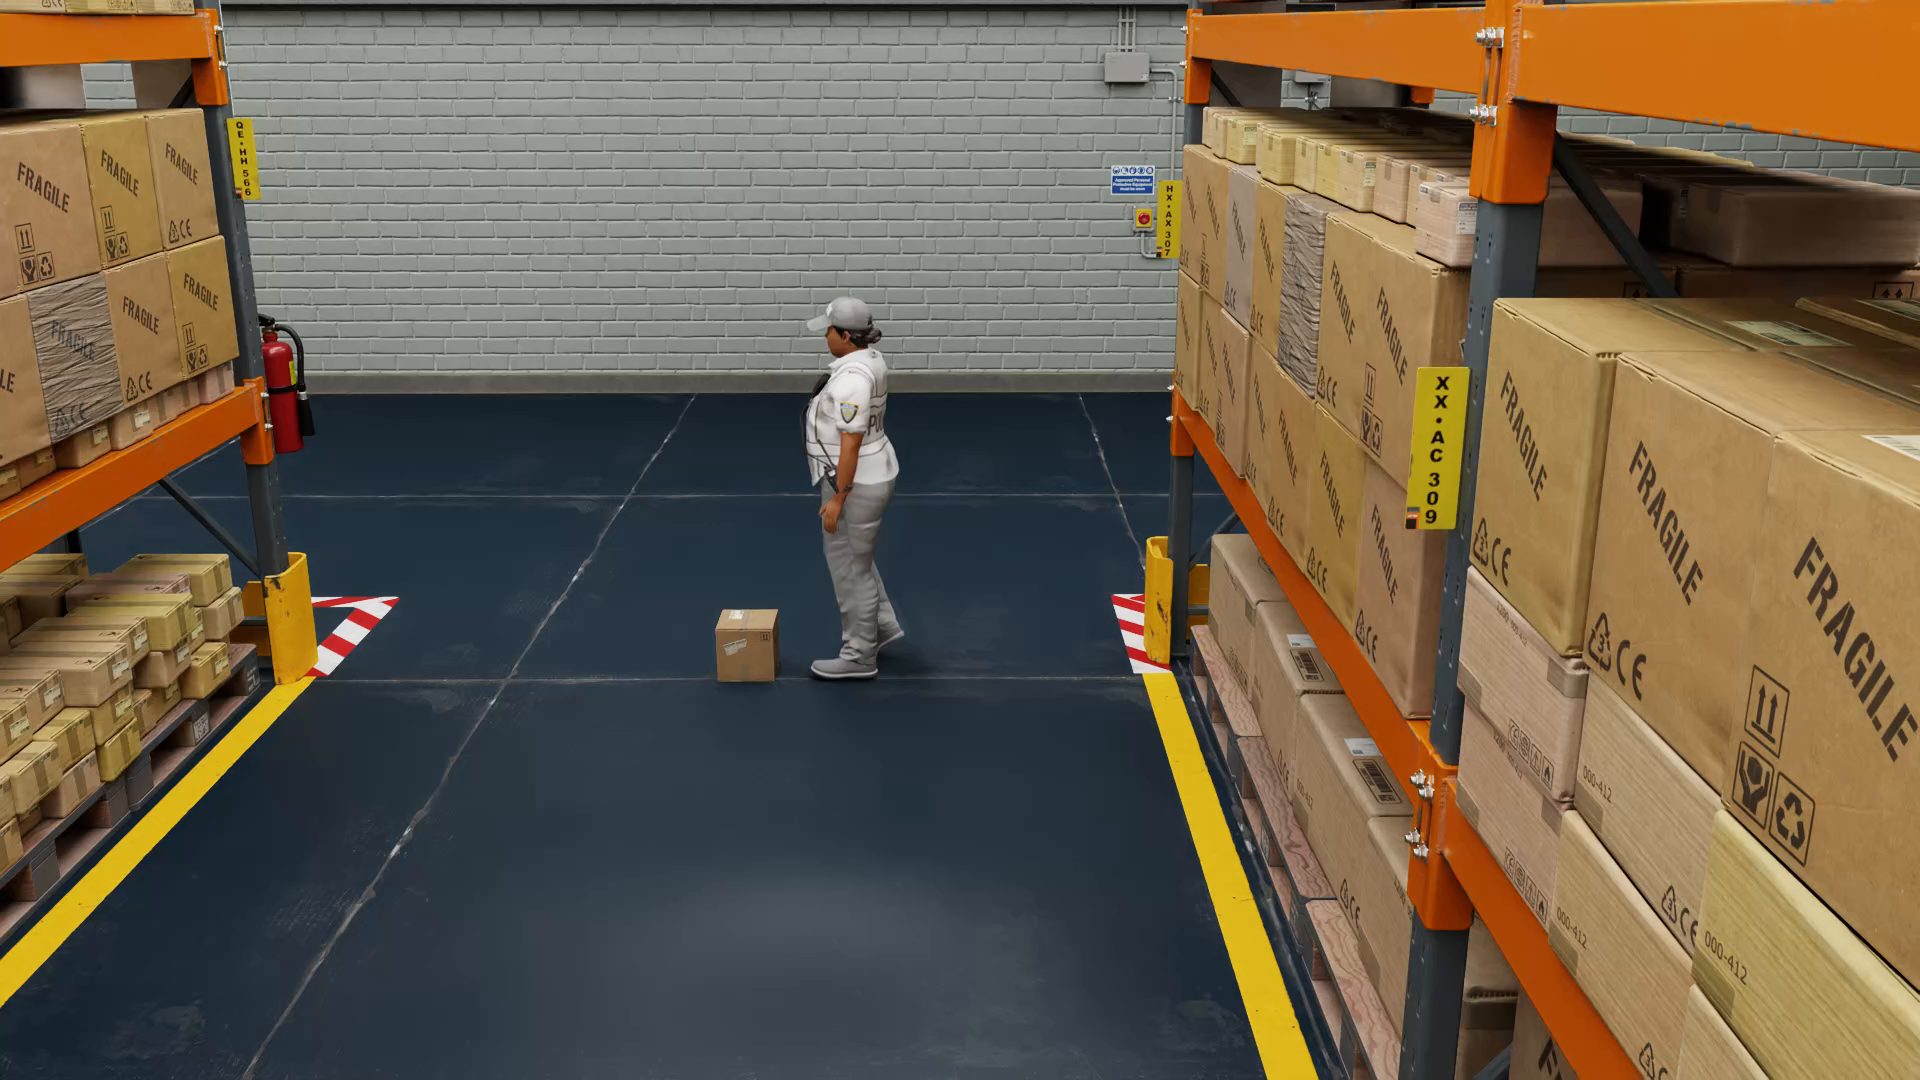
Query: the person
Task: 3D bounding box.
[{"bbox_3d":[-0.464,-0.202,7.222,0.393,1.718,0.516,2,17,6],"label":"person"}]
